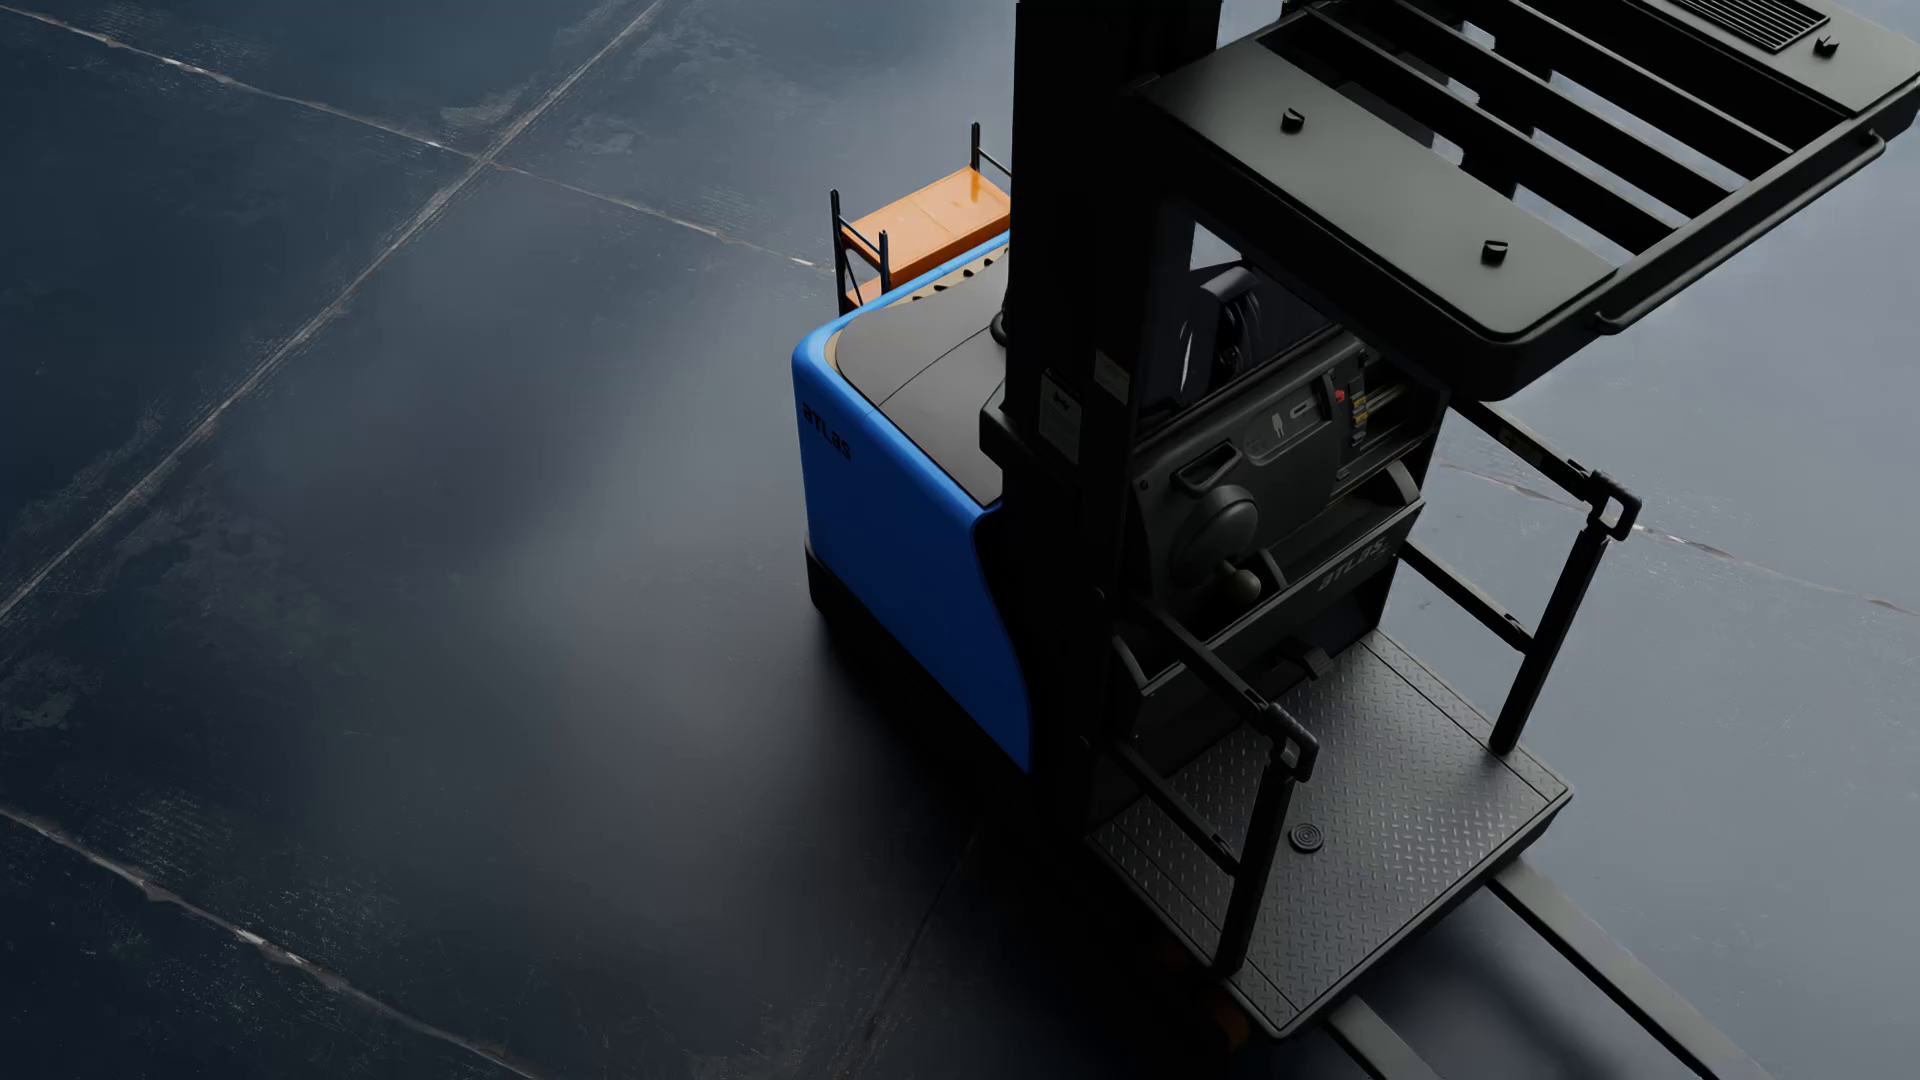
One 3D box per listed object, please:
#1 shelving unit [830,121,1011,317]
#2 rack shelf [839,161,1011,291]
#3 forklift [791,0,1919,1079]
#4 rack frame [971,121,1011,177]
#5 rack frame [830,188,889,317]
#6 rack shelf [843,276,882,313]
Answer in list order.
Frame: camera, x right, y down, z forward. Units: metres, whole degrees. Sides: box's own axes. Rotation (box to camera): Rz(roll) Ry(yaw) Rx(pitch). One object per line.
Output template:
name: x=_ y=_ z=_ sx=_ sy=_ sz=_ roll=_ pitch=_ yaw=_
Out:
shelving unit: x=-0.078 y=-0.600 z=4.973 sx=0.503 sy=1.200 sz=0.258 roll=-31 pitch=56 yaw=-24
rack shelf: x=-0.078 y=-0.855 z=4.673 sx=0.480 sy=0.148 sz=0.258 roll=-31 pitch=56 yaw=-24
forklift: x=0.856 y=-0.109 z=3.418 sx=1.130 sy=2.935 sz=3.031 roll=-31 pitch=56 yaw=-24
rack frame: x=0.113 y=-0.715 z=5.071 sx=0.015 sy=1.200 sz=0.240 roll=-31 pitch=56 yaw=-24
rack frame: x=-0.269 y=-0.484 z=4.874 sx=0.015 sy=1.200 sz=0.240 roll=-31 pitch=56 yaw=-24
rack shelf: x=-0.078 y=-0.701 z=4.853 sx=0.480 sy=0.148 sz=0.258 roll=-31 pitch=56 yaw=-24
